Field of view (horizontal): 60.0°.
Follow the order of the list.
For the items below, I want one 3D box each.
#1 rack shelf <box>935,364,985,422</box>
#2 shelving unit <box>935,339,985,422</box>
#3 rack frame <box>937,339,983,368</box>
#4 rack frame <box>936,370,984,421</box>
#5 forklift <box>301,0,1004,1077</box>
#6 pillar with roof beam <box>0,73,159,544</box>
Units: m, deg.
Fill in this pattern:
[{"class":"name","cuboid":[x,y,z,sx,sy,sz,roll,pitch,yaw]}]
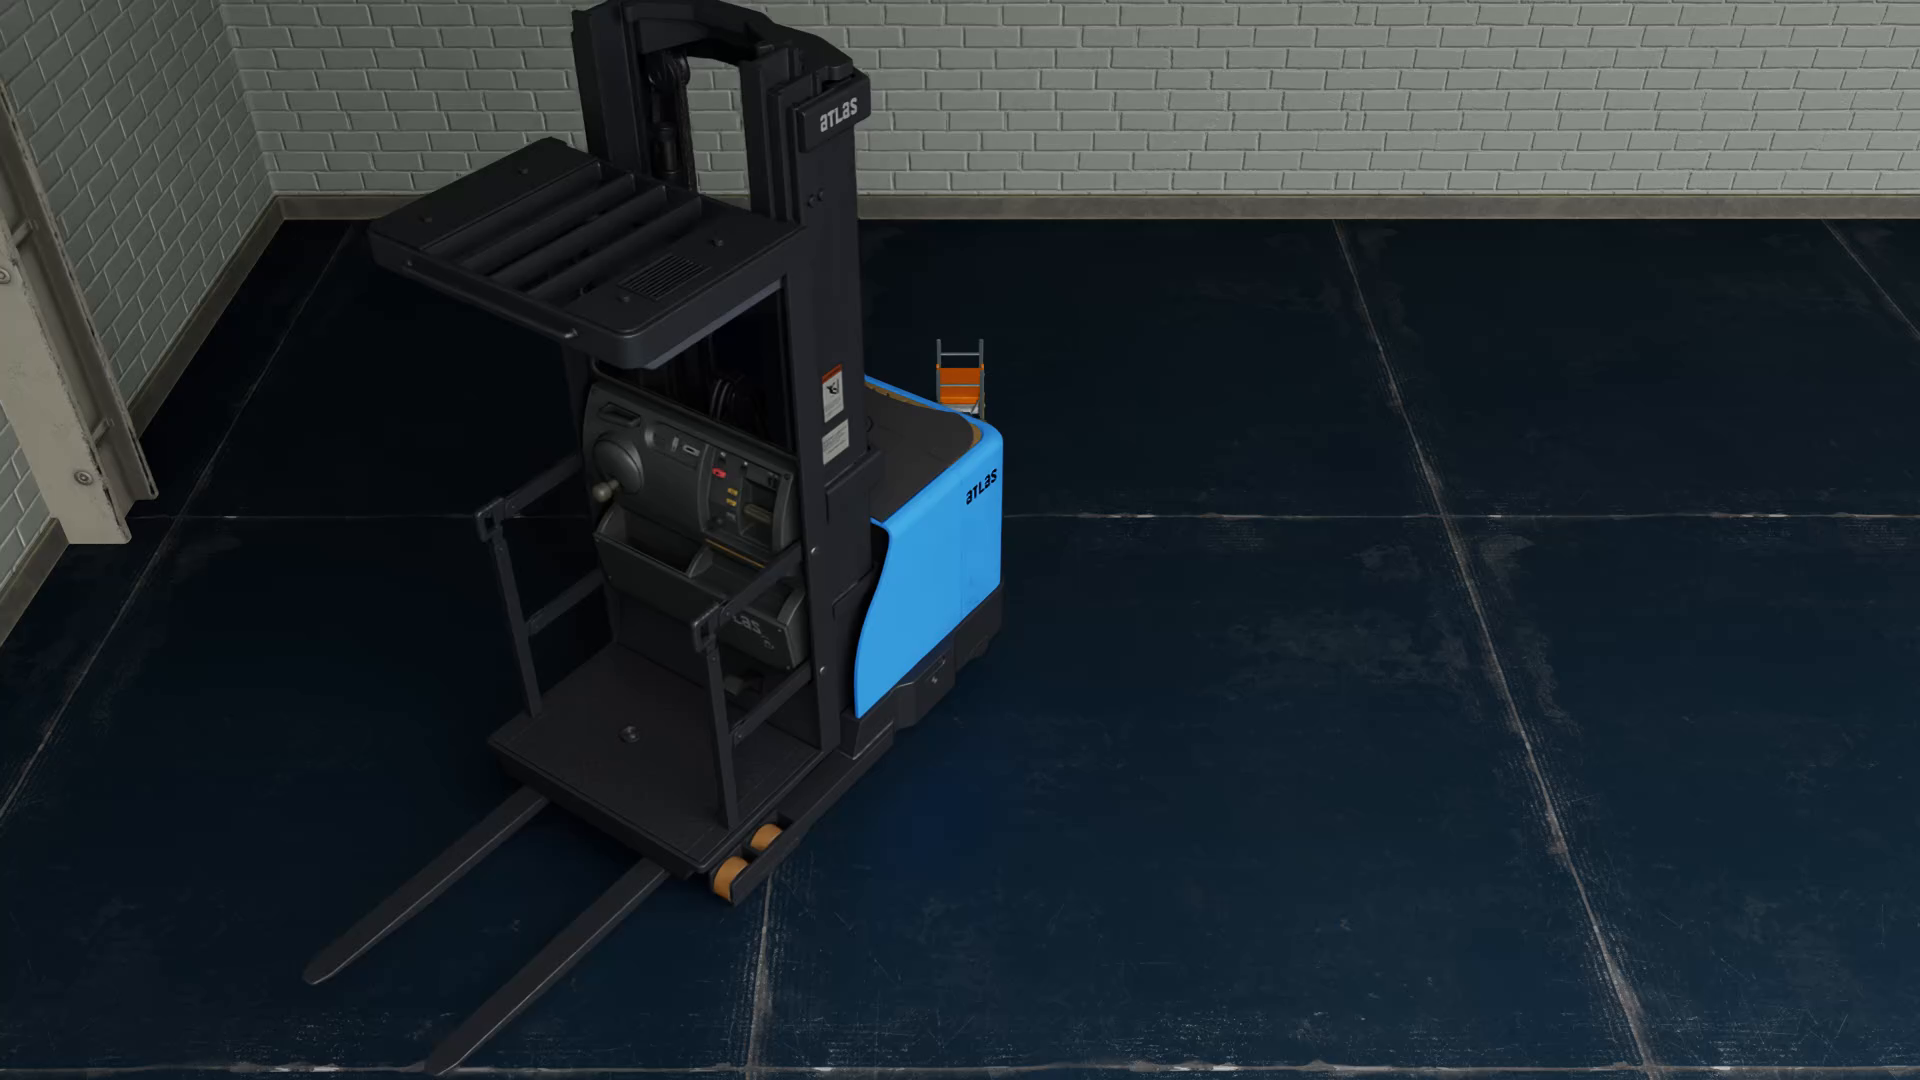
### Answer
[{"class":"rack shelf","cuboid":[0.000,-0.589,7.209,0.215,0.259,0.240,0,39,0]},{"class":"shelving unit","cuboid":[0.000,-0.376,7.380,0.215,1.050,0.252,0,39,0]},{"class":"rack frame","cuboid":[0.000,-0.453,7.475,0.200,1.050,0.008,0,39,0]},{"class":"rack frame","cuboid":[0.000,-0.300,7.285,0.200,1.050,0.008,0,39,0]},{"class":"forklift","cuboid":[-1.068,-0.163,5.610,1.130,2.935,3.031,24,44,27]},{"class":"pillar with roof beam","cuboid":[0.281,-3.622,5.074,9.100,9.000,0.400,0,39,0]}]
